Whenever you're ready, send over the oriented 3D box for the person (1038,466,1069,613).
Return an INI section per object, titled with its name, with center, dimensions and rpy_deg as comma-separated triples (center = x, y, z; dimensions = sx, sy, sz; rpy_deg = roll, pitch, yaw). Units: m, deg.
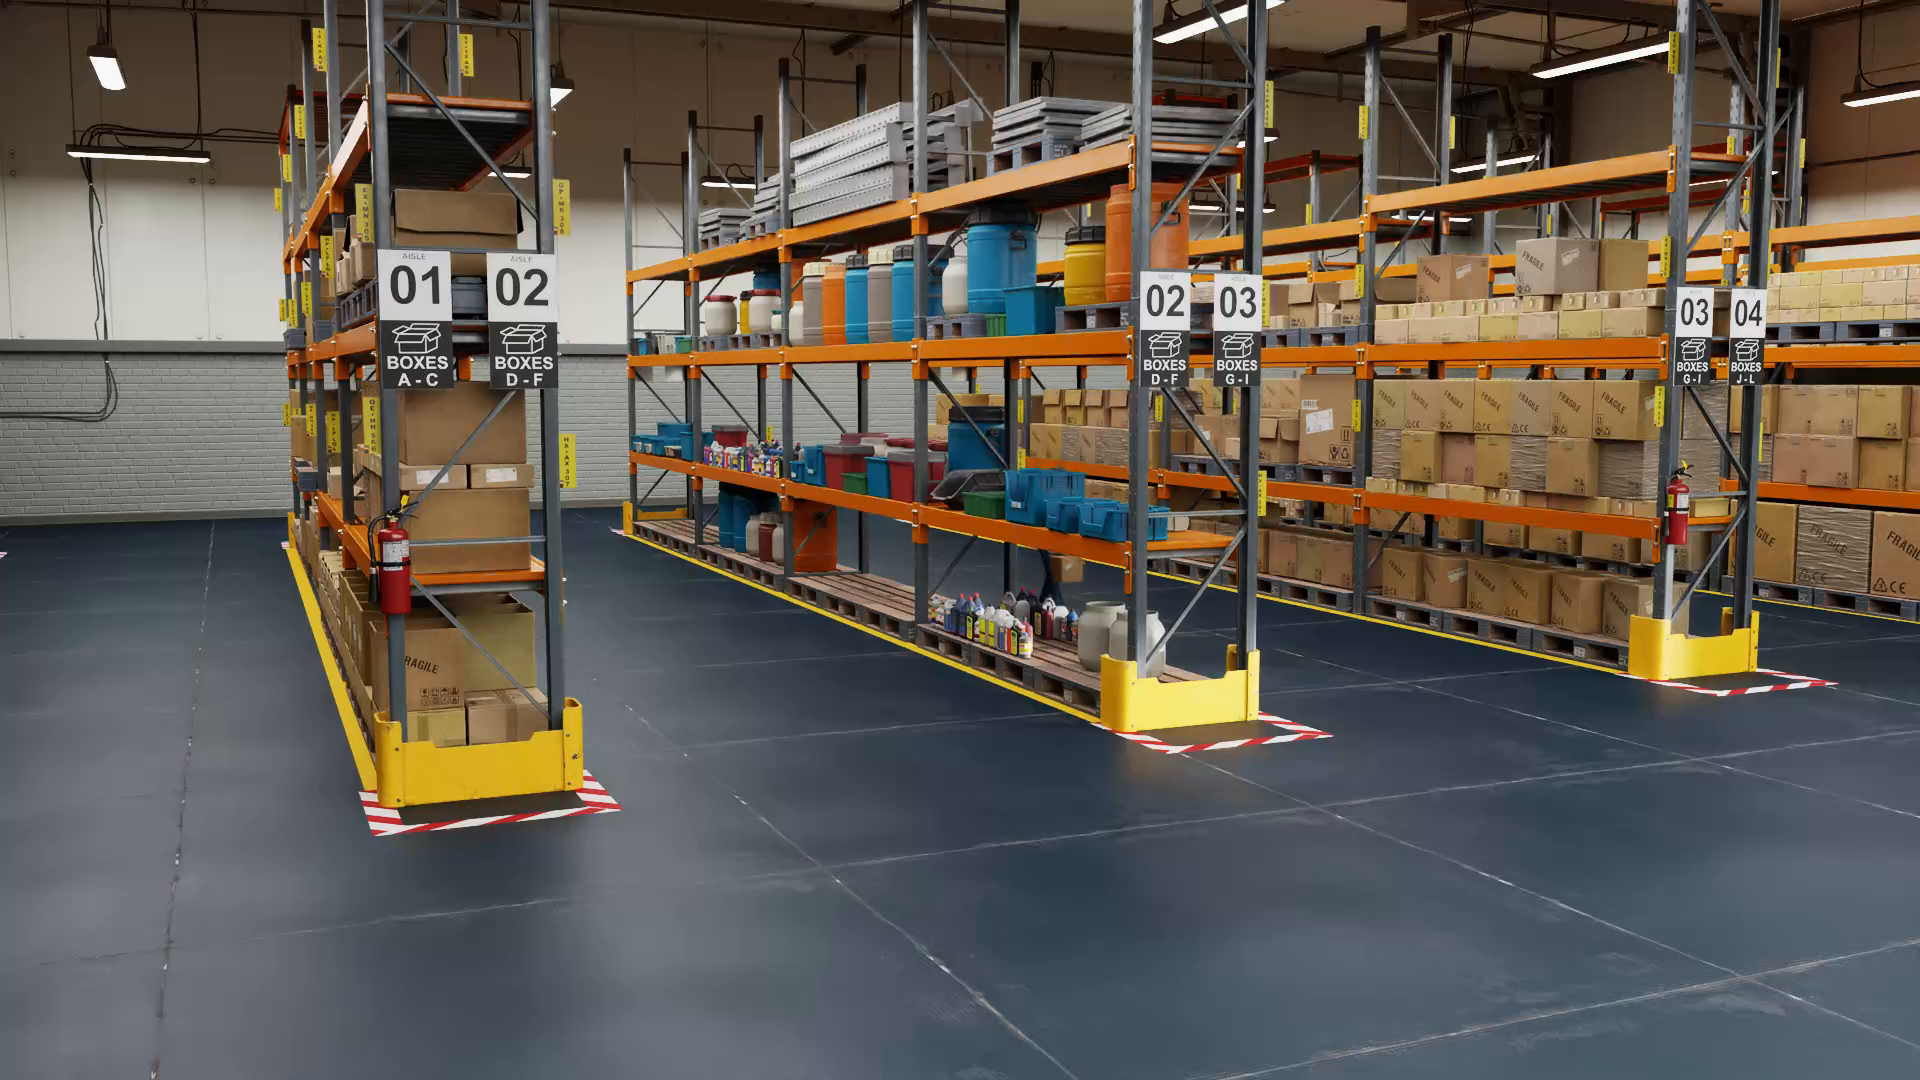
[person]
center = 1.028, 0.017, 17.023
dimensions = 0.433, 1.558, 0.886
rpy_deg = -3, 6, -24
